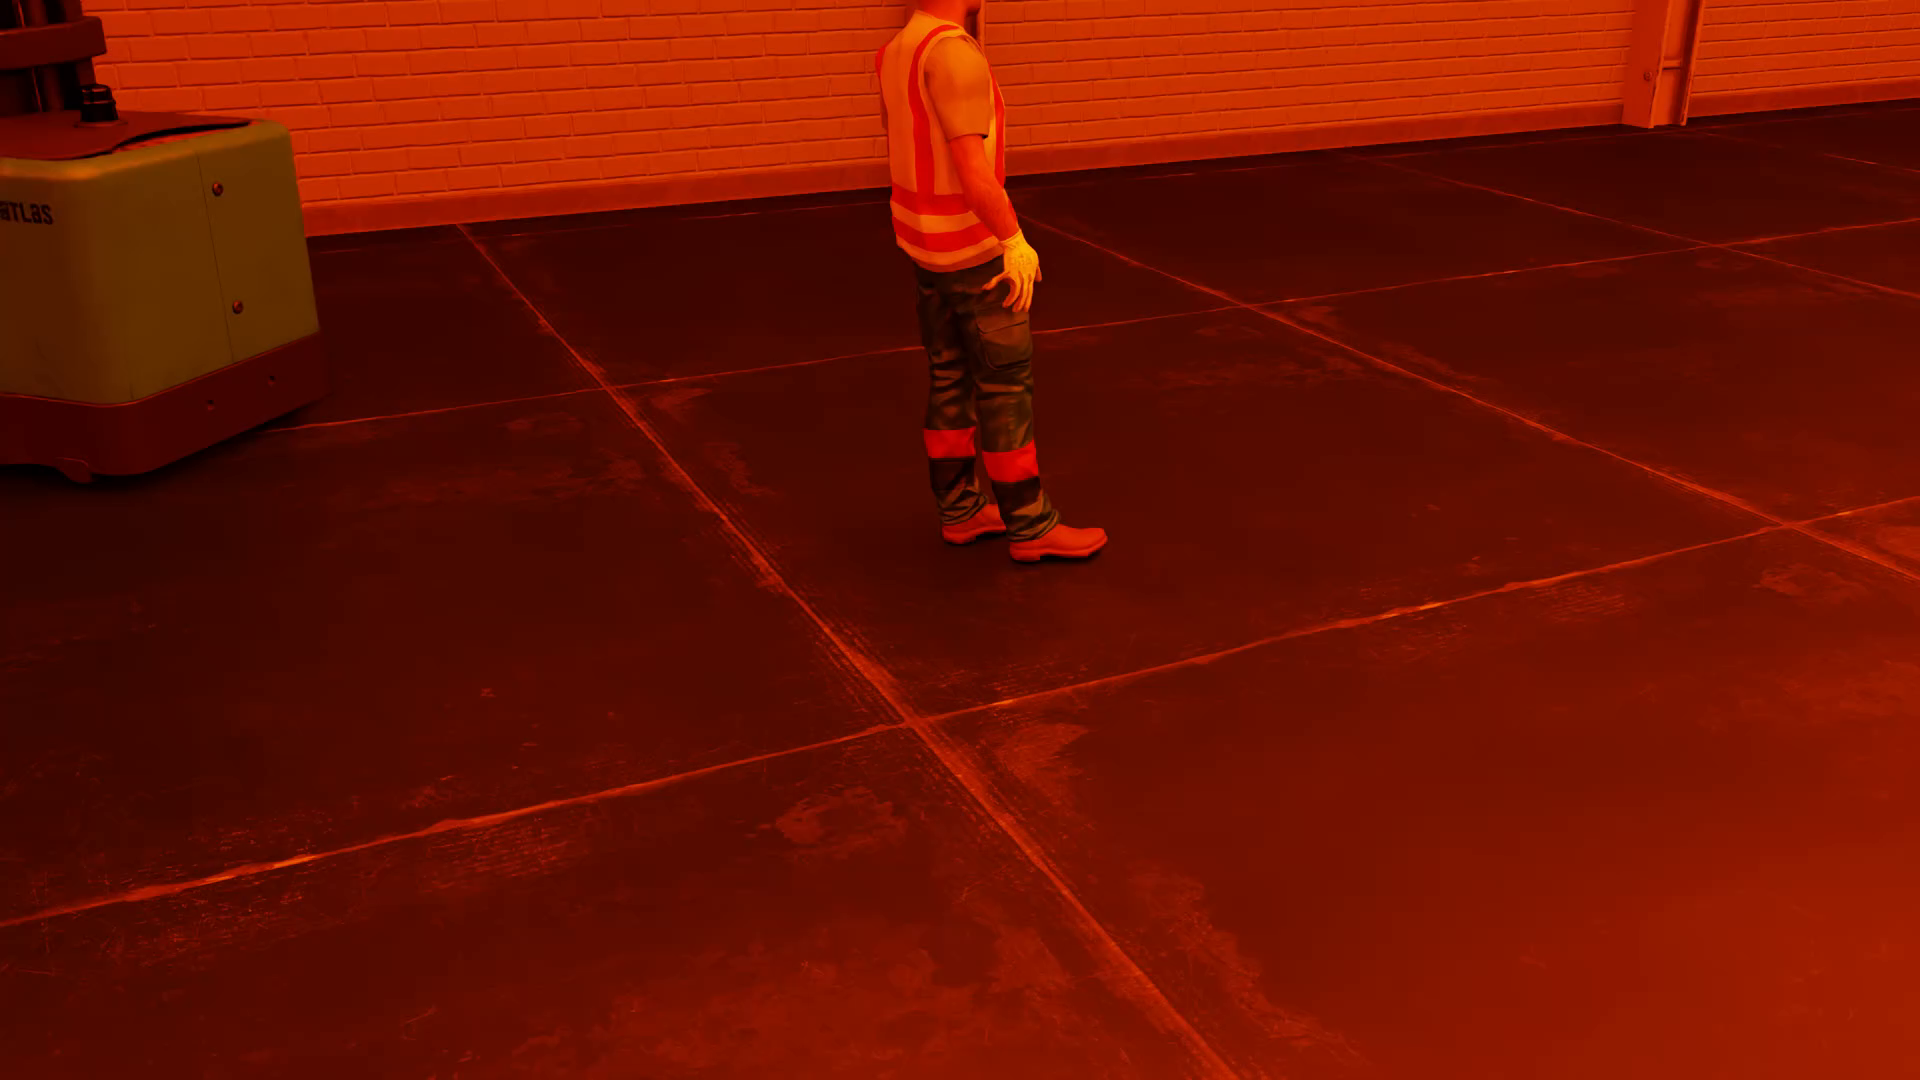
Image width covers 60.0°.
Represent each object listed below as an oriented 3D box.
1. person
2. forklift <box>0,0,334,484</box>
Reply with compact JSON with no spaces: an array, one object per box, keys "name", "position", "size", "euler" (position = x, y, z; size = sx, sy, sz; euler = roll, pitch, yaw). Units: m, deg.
[{"name":"person","position":[0.078,-0.842,4.782],"size":[0.562,1.790,0.637],"euler":[-10,25,-23]},{"name":"forklift","position":[-3.933,-1.868,5.783],"size":[3.031,2.935,1.130],"euler":[8,24,18]}]
